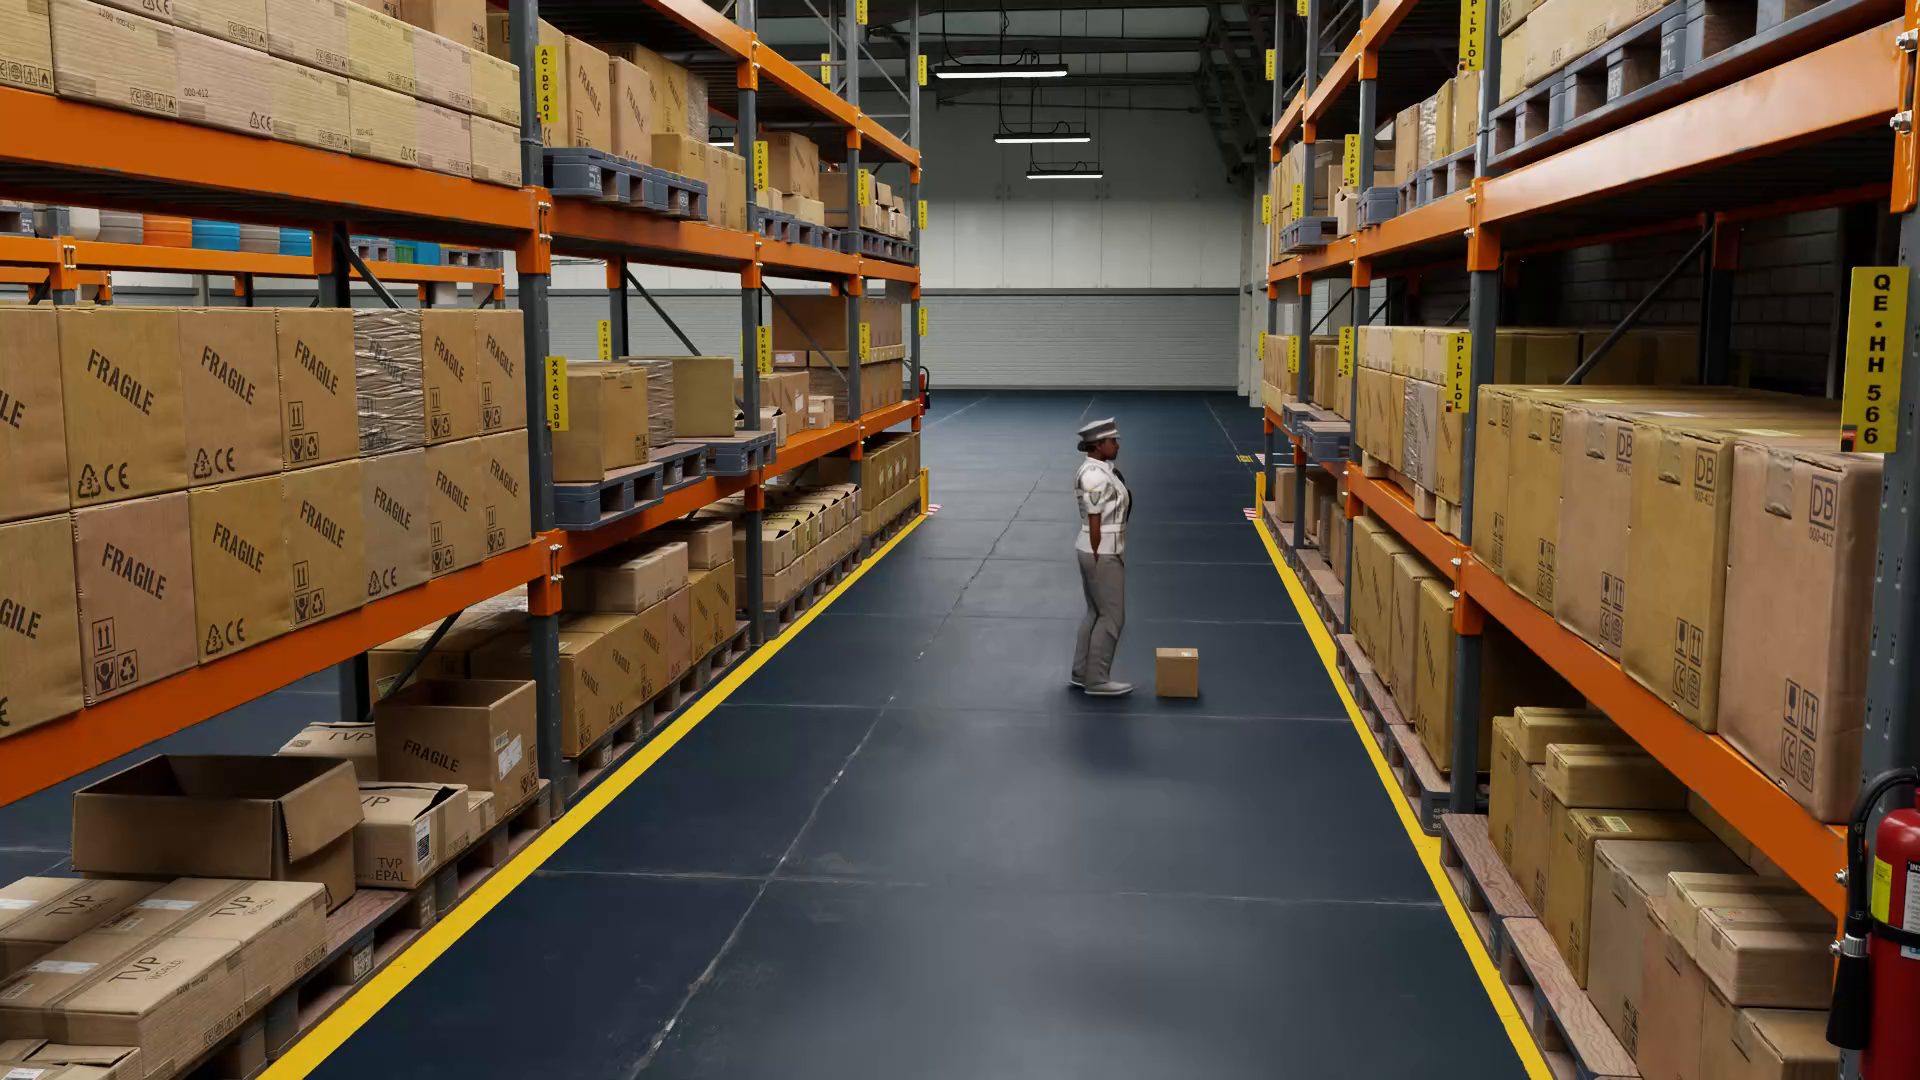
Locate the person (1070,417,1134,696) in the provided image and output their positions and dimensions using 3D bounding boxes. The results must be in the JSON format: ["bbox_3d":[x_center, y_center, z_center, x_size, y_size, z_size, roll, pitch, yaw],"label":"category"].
[{"bbox_3d":[0.867,0.098,10.058,0.396,1.685,0.438,1,8,7],"label":"person"}]
